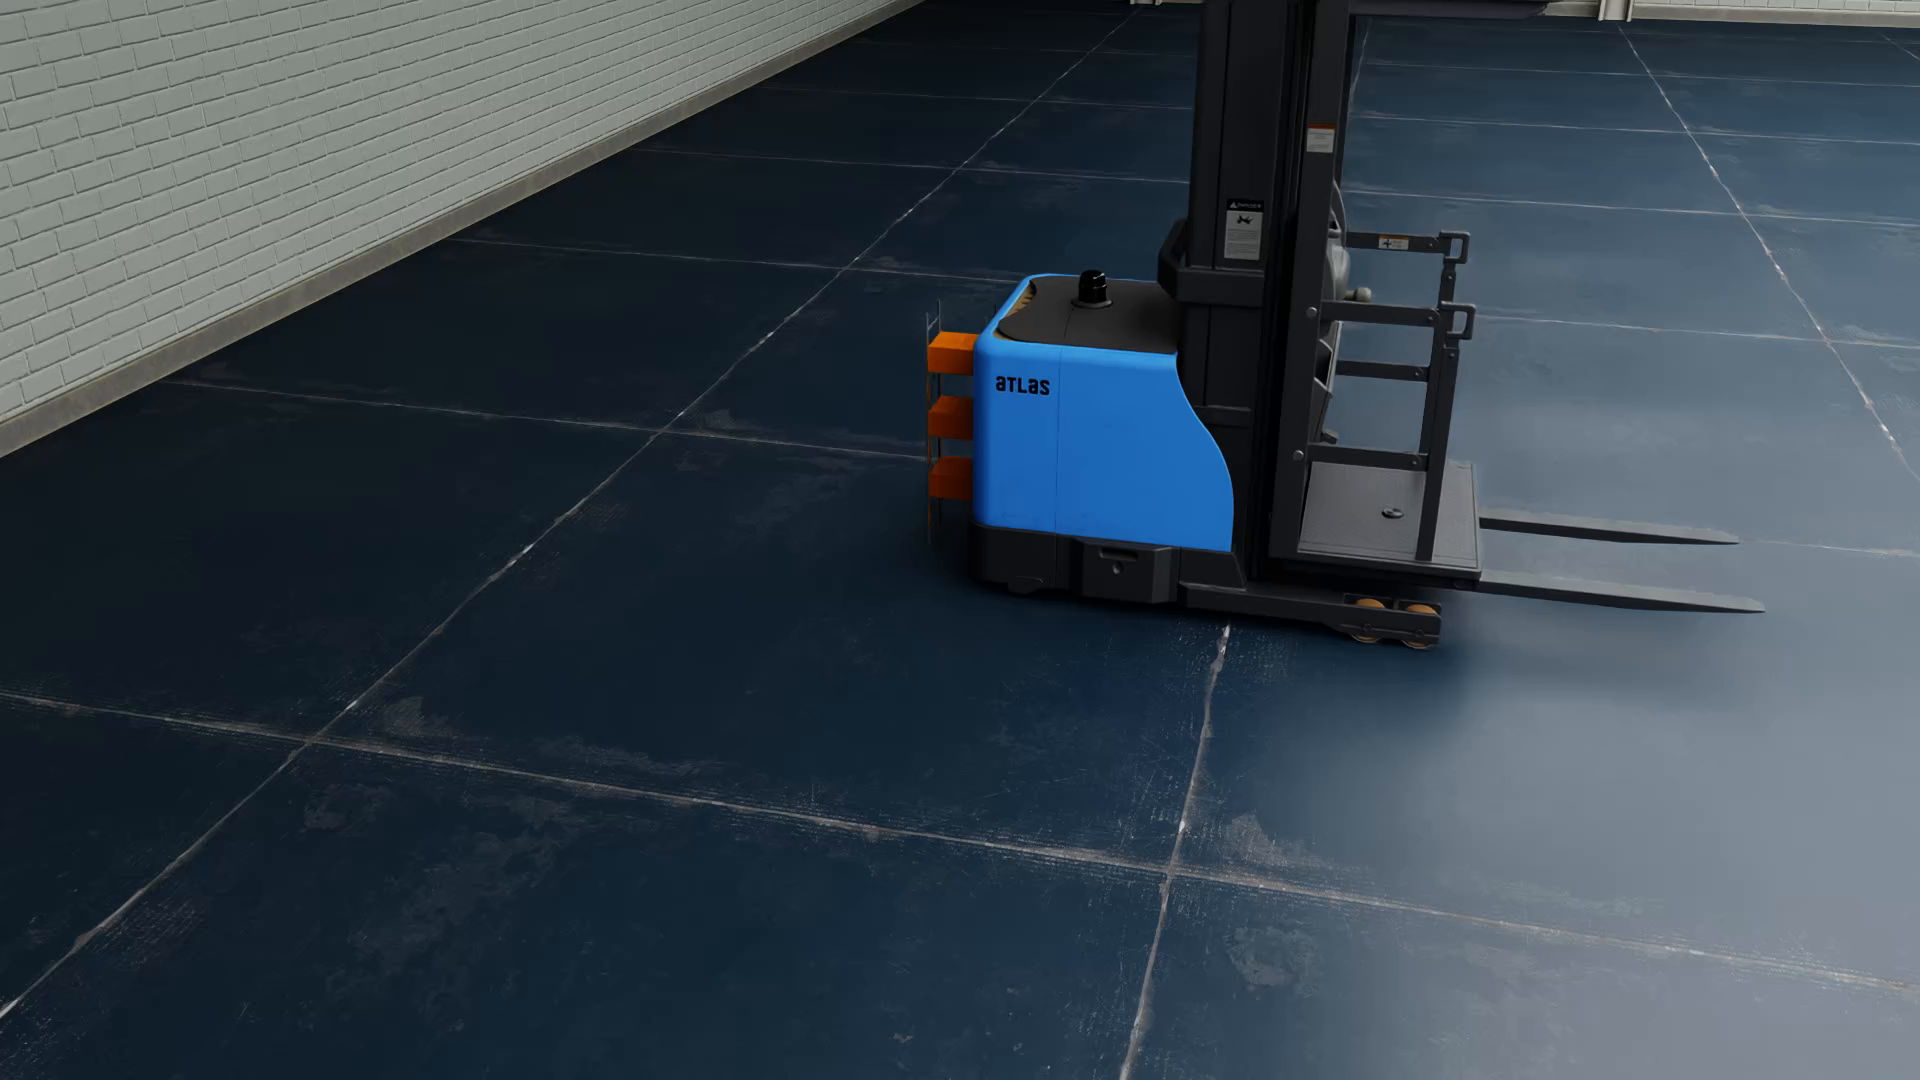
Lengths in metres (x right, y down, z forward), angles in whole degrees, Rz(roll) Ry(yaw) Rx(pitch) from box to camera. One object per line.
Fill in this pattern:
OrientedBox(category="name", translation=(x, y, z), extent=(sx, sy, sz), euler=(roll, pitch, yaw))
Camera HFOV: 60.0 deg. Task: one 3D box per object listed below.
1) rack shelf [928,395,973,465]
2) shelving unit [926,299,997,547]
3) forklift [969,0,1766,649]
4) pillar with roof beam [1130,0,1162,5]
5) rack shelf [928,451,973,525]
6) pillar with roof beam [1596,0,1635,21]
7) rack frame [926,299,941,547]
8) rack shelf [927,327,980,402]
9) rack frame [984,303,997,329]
OrientedBox(category="rack shelf", translation=(0.007, -0.464, 7.027), extent=(0.240, 0.259, 0.215), euler=(6, 26, 13))
OrientedBox(category="shelving unit", translation=(0.007, -0.473, 7.023), extent=(0.252, 1.050, 0.215), euler=(6, 26, 13))
OrientedBox(category="forklift", translation=(1.611, -1.159, 6.276), extent=(3.031, 2.935, 1.130), euler=(6, 26, 13))
OrientedBox(category="pillar with roof beam", translation=(1.450, -9.558, 16.858), extent=(0.400, 9.000, 9.100), euler=(6, 26, 13))
OrientedBox(category="rack shelf", translation=(0.007, -0.213, 7.147), extent=(0.240, 0.259, 0.215), euler=(6, 26, 13))
OrientedBox(category="pillar with roof beam", translation=(7.261, -8.916, 15.508), extent=(0.400, 9.000, 9.100), euler=(6, 26, 13))
OrientedBox(category="rack frame", translation=(-0.111, -0.486, 7.050), extent=(0.008, 1.050, 0.200), euler=(6, 26, 13))
OrientedBox(category="rack shelf", translation=(0.007, -0.720, 6.906), extent=(0.240, 0.259, 0.215), euler=(6, 26, 13))
OrientedBox(category="rack frame", translation=(0.125, -0.460, 6.995), extent=(0.008, 1.050, 0.200), euler=(6, 26, 13))
